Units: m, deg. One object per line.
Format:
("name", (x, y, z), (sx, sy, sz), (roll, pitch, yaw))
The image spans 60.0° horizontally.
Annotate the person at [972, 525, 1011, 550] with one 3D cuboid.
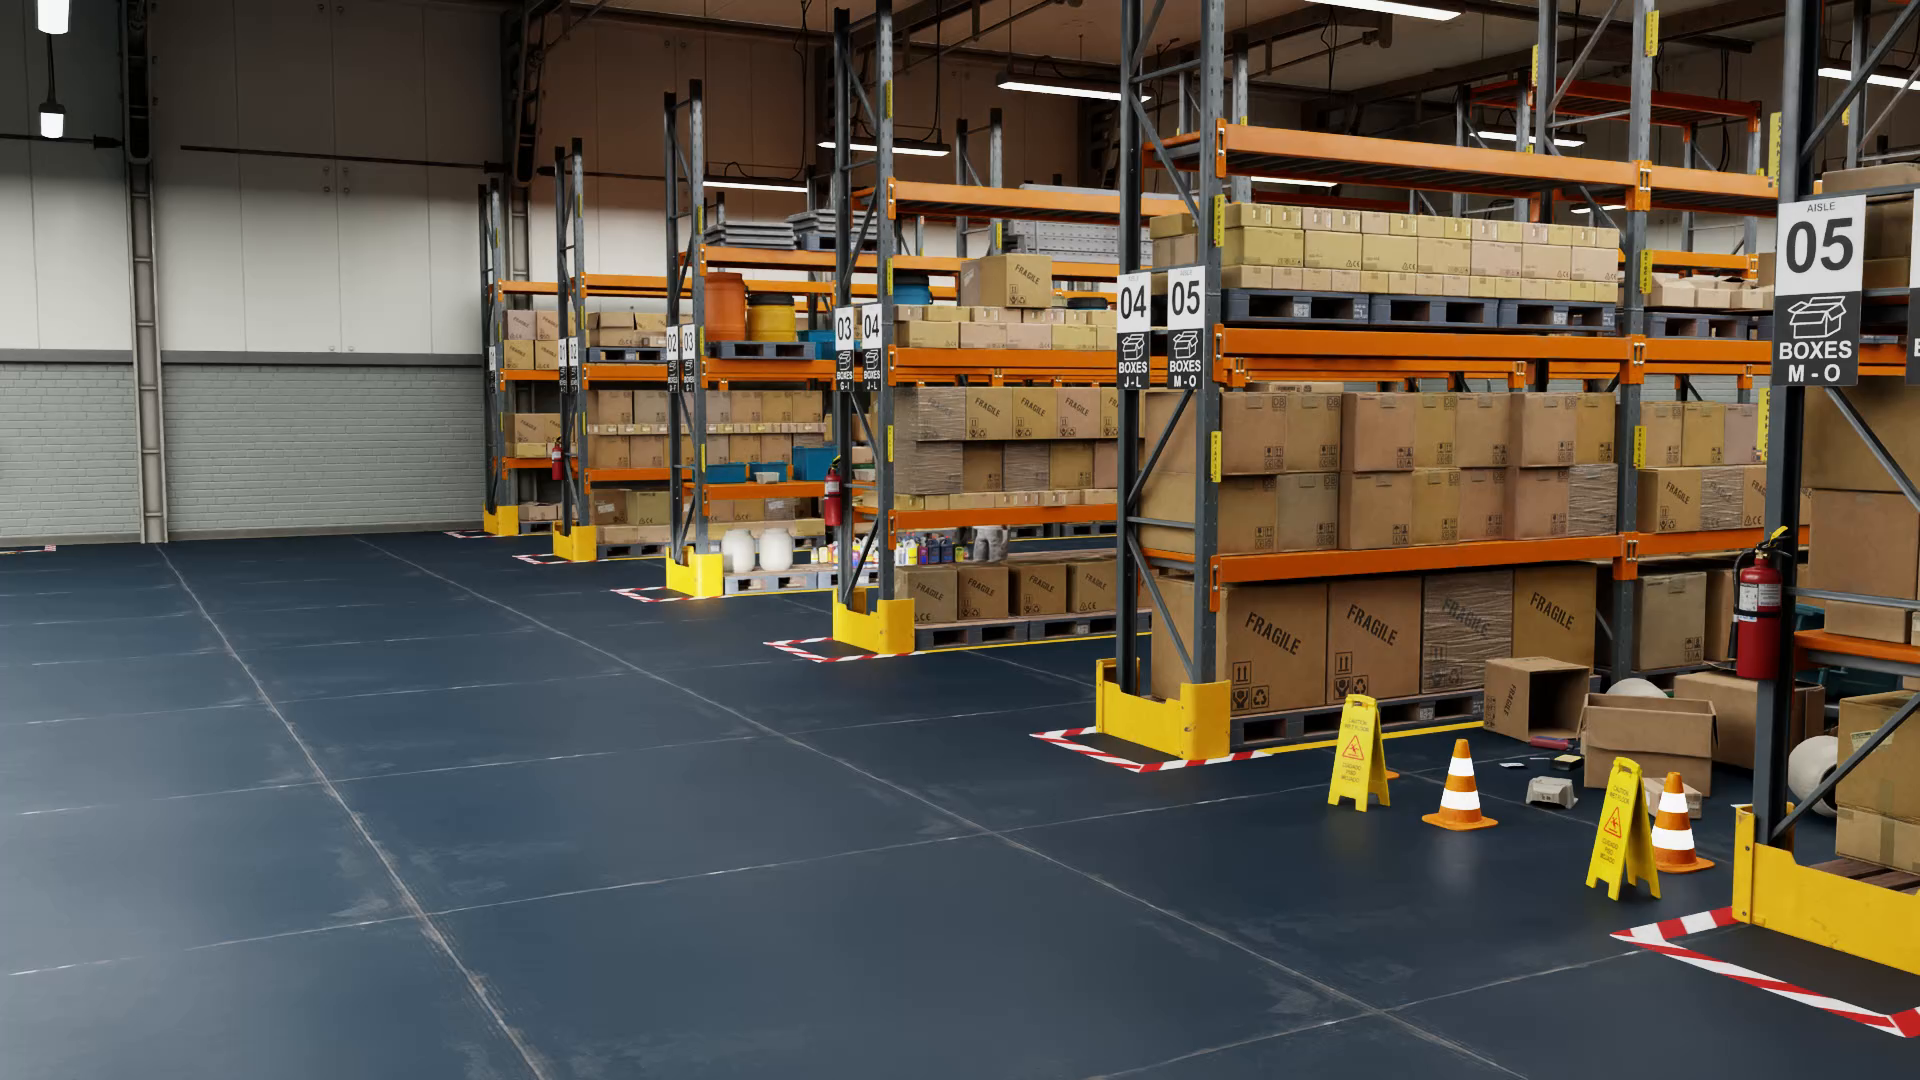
("person", (0.276, -0.101, 18.067), (0.593, 1.780, 0.626), (-4, 7, -41))
